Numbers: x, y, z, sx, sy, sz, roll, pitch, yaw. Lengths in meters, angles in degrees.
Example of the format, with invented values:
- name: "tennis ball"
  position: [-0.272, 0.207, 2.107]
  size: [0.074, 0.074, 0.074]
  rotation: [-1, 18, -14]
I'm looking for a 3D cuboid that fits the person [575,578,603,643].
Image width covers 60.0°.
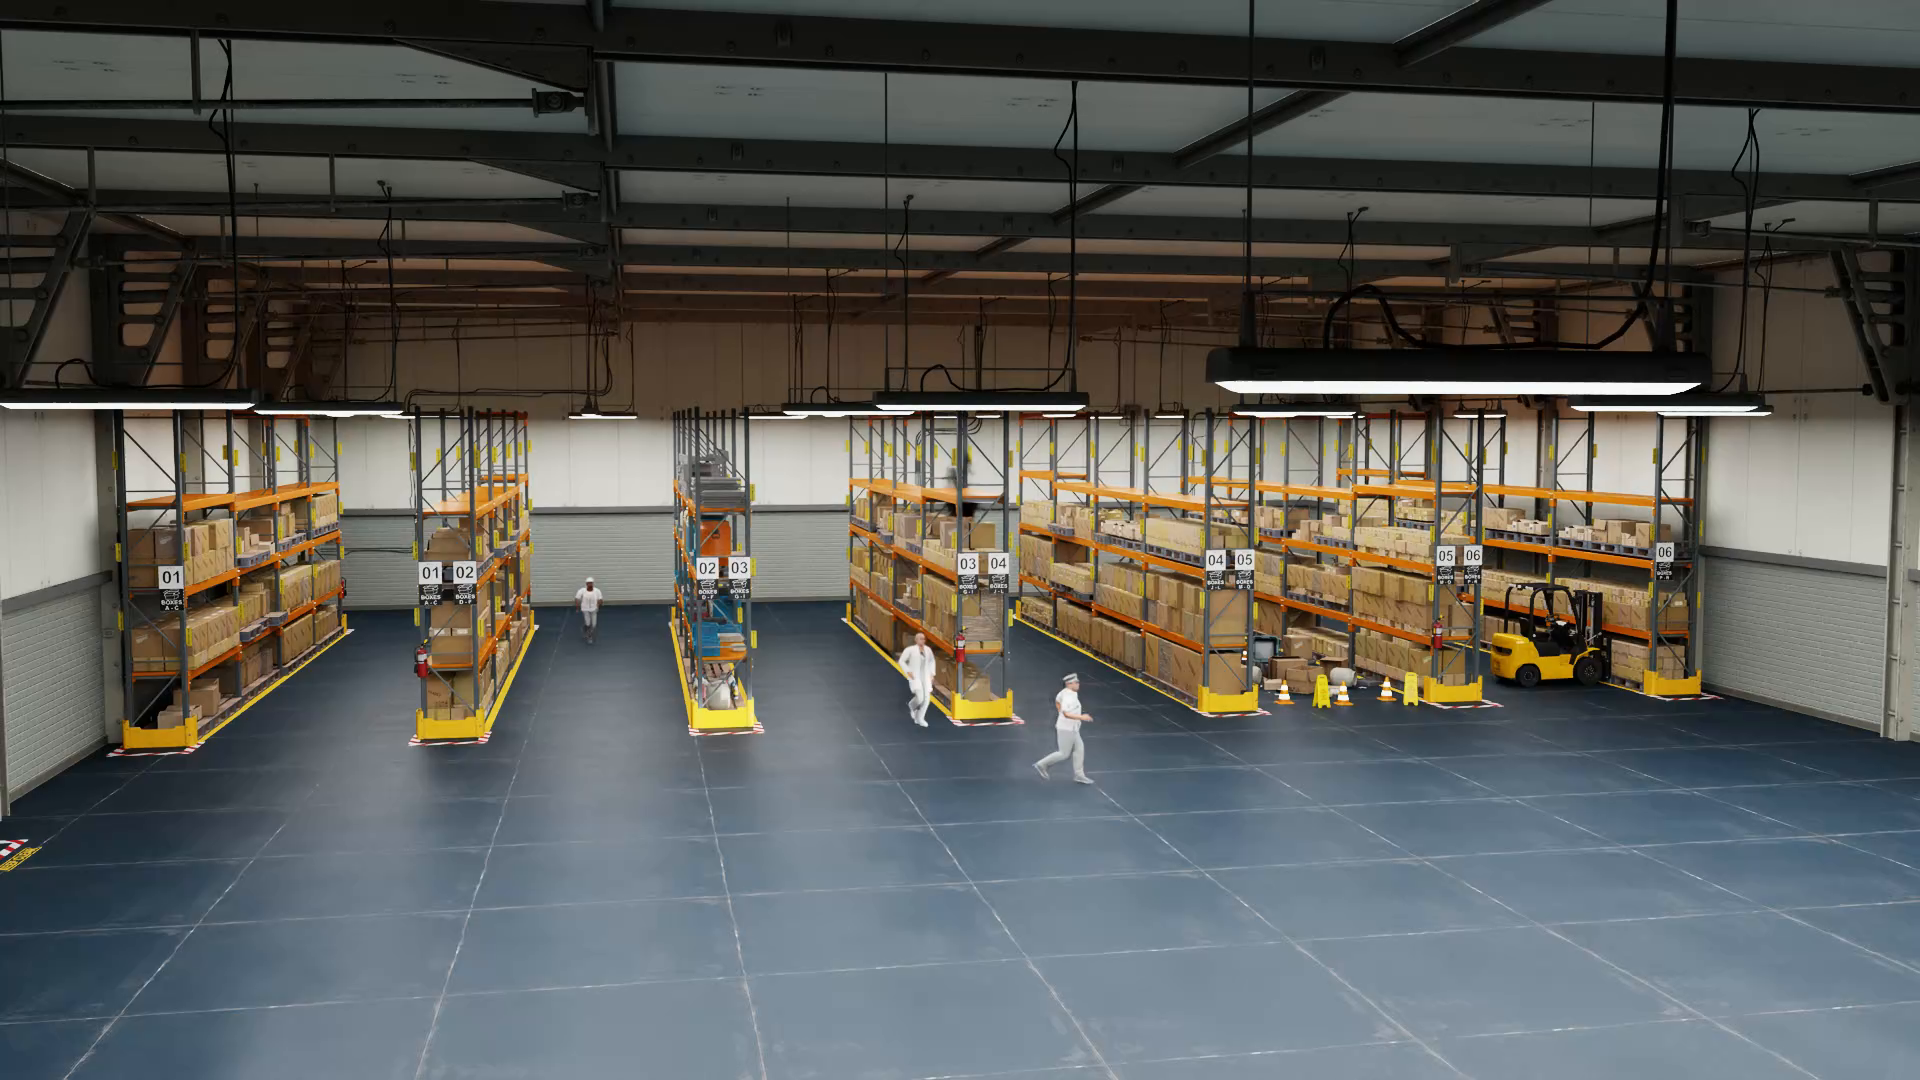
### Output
- name: "person"
  position: [-9.542, 1.822, 42.863]
  size: [0.695, 1.714, 0.572]
  rotation: [-2, 4, -23]

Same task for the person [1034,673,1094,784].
- name: "person"
  position: [1.651, 2.974, 26.254]
  size: [0.943, 1.768, 0.647]
  rotation: [0, 4, 6]

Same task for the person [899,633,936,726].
- name: "person"
  position: [-0.766, 2.631, 31.399]
  size: [0.745, 1.743, 0.573]
  rotation: [-2, 5, -27]
